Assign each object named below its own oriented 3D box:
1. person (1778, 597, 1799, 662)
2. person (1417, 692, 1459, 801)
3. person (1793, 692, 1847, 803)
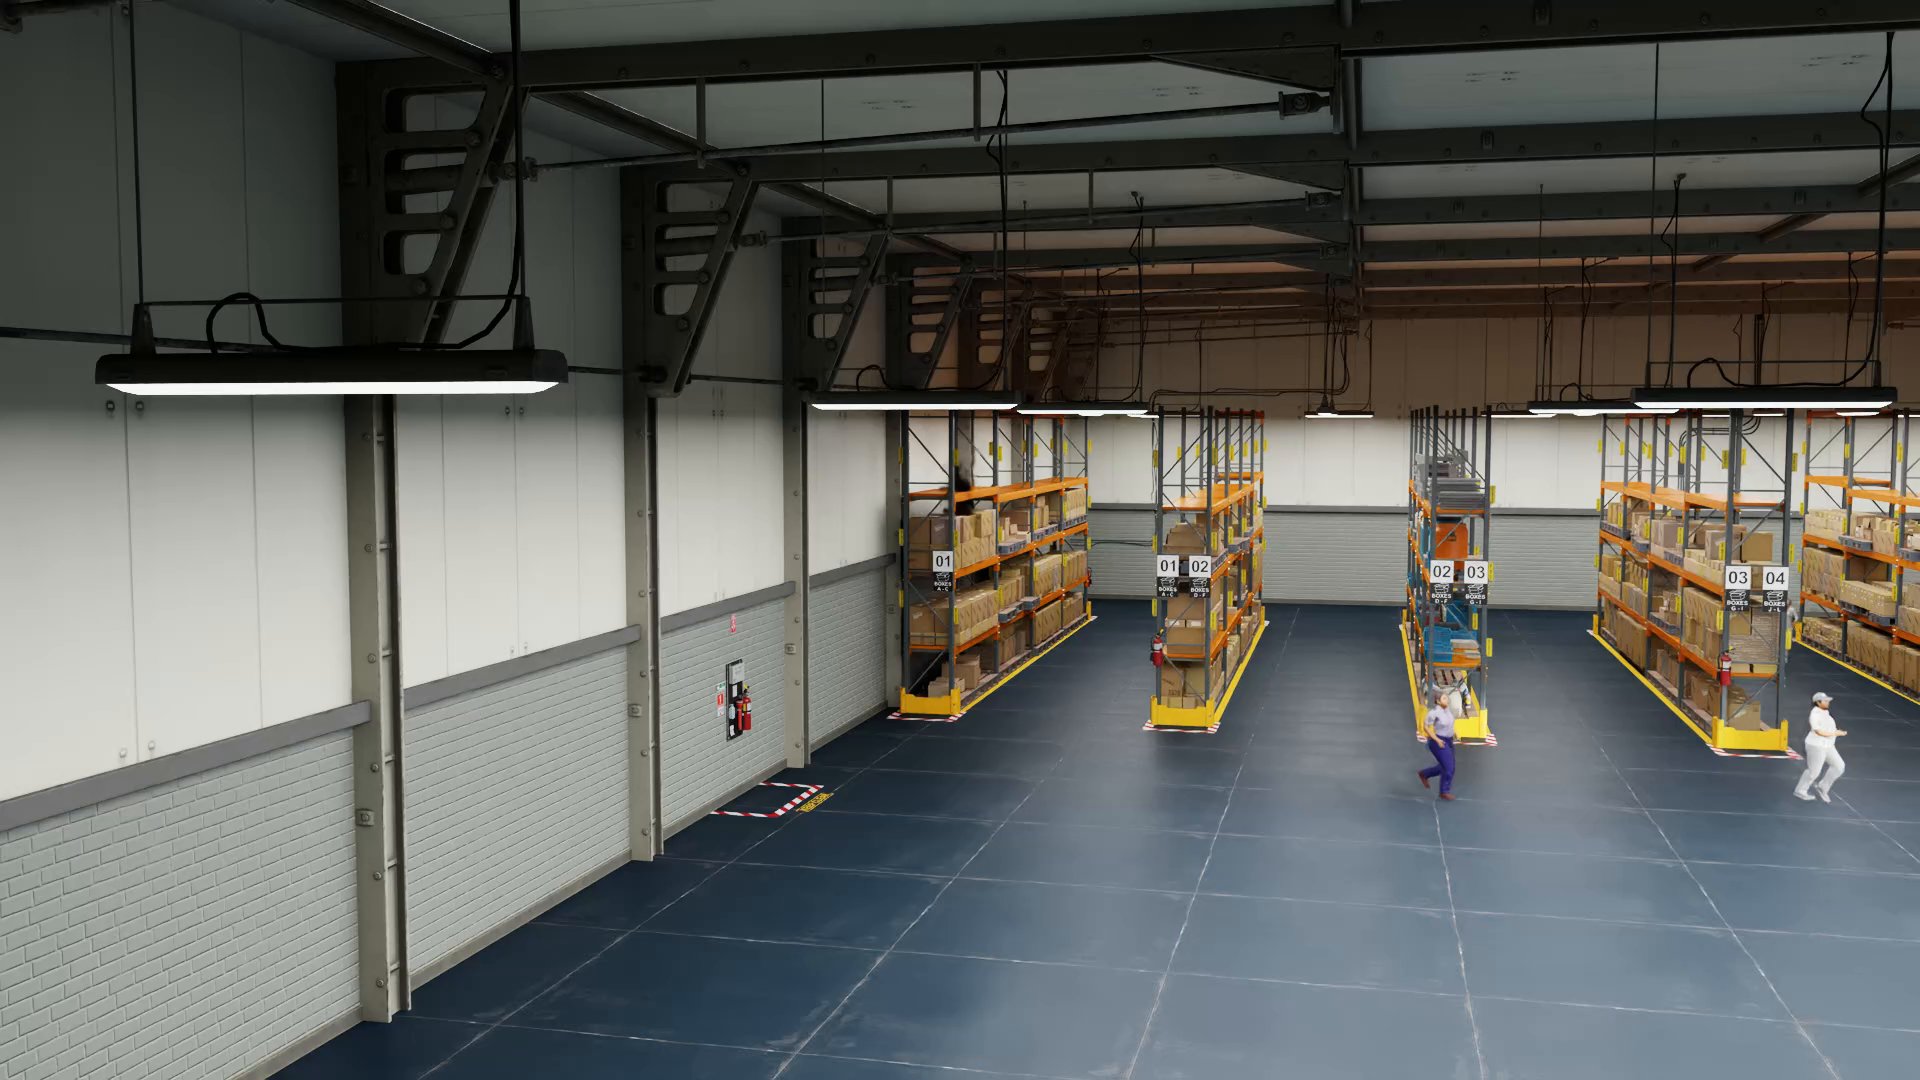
[{"bbox_3d":[19.615,2.132,39.486,0.549,1.542,0.537,1,4,17],"label":"person"},{"bbox_3d":[7.281,3.119,25.291,0.649,1.625,0.602,4,6,42],"label":"person"},{"bbox_3d":[12.887,3.115,24.879,0.578,1.685,0.688,-4,6,-45],"label":"person"}]
